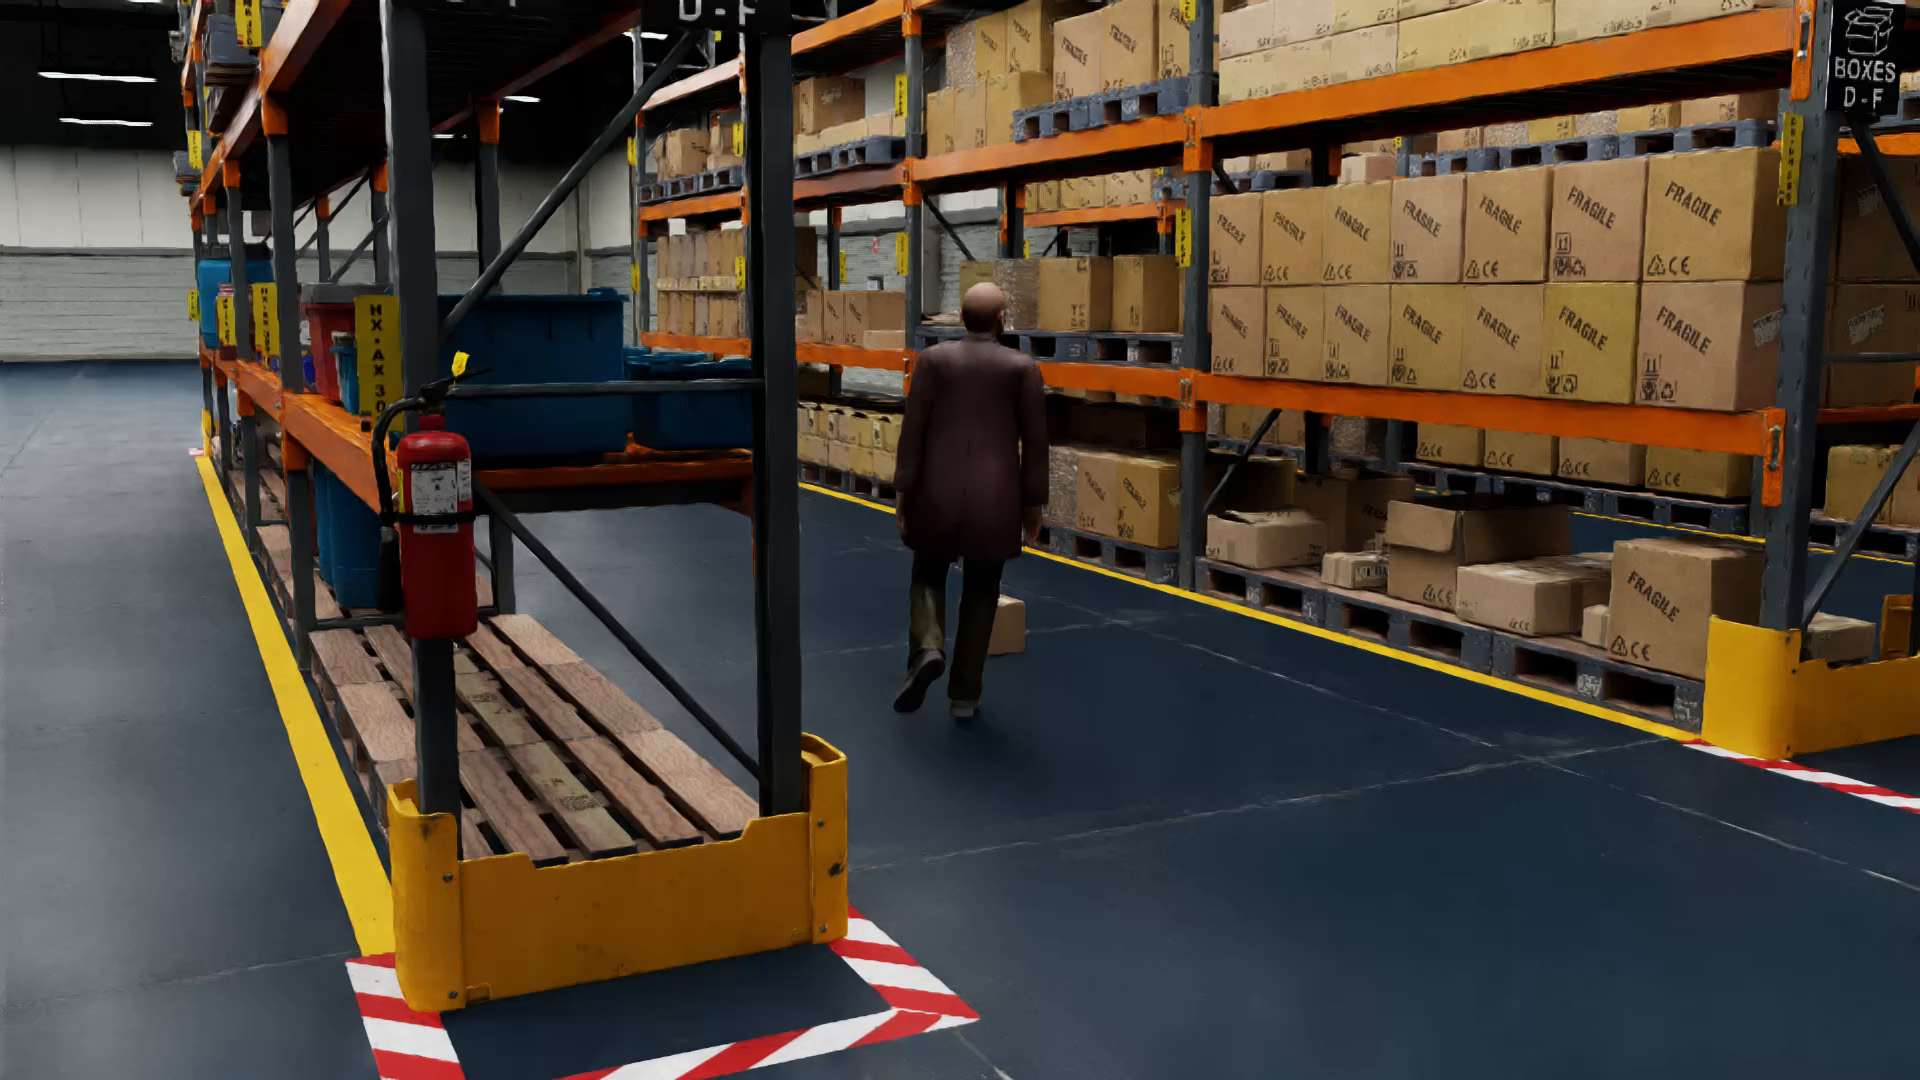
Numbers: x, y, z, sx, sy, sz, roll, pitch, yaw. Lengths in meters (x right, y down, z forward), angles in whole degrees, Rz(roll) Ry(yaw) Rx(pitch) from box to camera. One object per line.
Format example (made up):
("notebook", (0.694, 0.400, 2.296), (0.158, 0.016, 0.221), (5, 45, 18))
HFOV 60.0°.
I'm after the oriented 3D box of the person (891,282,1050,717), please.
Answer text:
("person", (0.034, -0.151, 6.738), (0.648, 1.769, 0.576), (1, 8, 8))
